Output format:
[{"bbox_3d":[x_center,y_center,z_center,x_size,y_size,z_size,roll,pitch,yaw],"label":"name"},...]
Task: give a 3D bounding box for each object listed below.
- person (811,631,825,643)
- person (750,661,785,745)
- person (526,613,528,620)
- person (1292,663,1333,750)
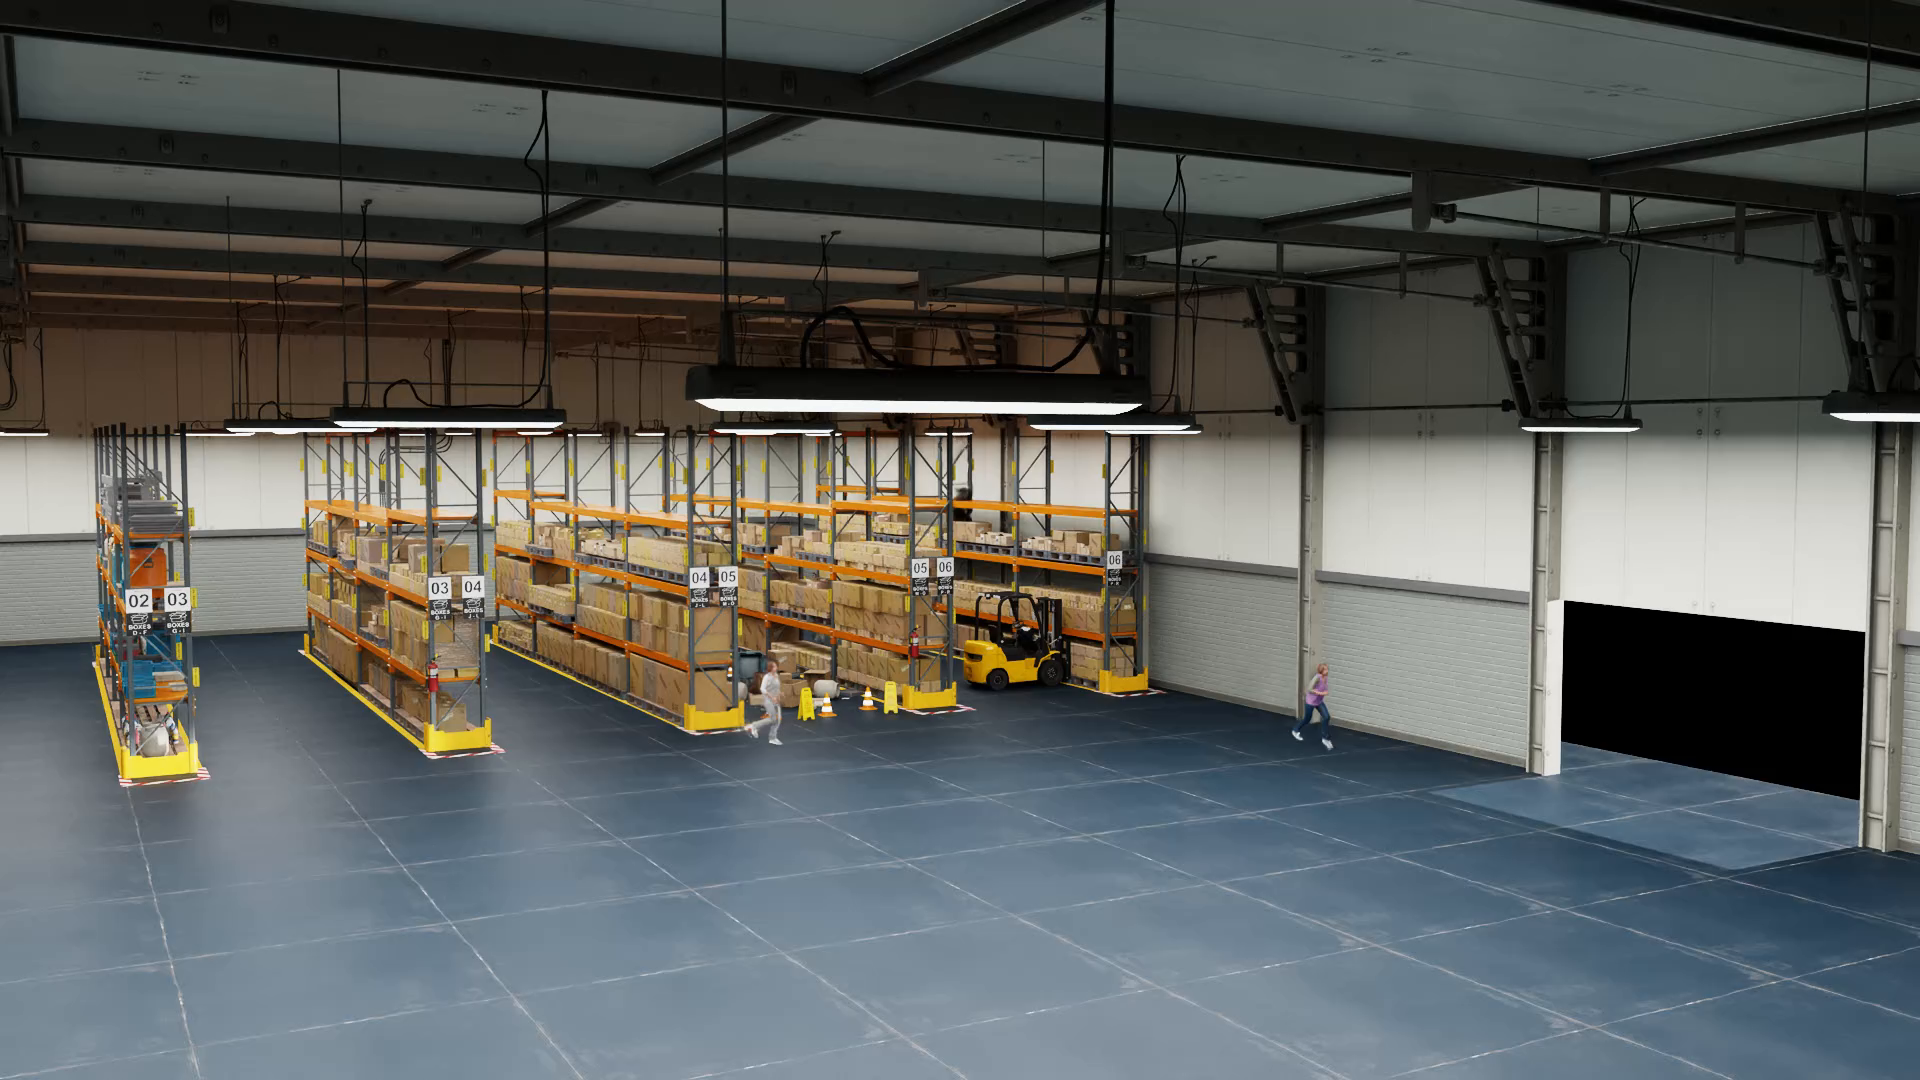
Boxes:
[{"bbox_3d":[-4.047,2.064,46.709,0.596,1.690,0.644,-3,4,-37],"label":"person"},{"bbox_3d":[-3.605,3.058,31.295,0.614,1.579,0.539,1,4,22],"label":"person"},{"bbox_3d":[-12.389,1.941,48.311,0.538,1.739,0.663,-2,4,-36],"label":"person"},{"bbox_3d":[6.561,3.065,30.947,0.539,1.596,0.951,-3,4,-36],"label":"person"}]
